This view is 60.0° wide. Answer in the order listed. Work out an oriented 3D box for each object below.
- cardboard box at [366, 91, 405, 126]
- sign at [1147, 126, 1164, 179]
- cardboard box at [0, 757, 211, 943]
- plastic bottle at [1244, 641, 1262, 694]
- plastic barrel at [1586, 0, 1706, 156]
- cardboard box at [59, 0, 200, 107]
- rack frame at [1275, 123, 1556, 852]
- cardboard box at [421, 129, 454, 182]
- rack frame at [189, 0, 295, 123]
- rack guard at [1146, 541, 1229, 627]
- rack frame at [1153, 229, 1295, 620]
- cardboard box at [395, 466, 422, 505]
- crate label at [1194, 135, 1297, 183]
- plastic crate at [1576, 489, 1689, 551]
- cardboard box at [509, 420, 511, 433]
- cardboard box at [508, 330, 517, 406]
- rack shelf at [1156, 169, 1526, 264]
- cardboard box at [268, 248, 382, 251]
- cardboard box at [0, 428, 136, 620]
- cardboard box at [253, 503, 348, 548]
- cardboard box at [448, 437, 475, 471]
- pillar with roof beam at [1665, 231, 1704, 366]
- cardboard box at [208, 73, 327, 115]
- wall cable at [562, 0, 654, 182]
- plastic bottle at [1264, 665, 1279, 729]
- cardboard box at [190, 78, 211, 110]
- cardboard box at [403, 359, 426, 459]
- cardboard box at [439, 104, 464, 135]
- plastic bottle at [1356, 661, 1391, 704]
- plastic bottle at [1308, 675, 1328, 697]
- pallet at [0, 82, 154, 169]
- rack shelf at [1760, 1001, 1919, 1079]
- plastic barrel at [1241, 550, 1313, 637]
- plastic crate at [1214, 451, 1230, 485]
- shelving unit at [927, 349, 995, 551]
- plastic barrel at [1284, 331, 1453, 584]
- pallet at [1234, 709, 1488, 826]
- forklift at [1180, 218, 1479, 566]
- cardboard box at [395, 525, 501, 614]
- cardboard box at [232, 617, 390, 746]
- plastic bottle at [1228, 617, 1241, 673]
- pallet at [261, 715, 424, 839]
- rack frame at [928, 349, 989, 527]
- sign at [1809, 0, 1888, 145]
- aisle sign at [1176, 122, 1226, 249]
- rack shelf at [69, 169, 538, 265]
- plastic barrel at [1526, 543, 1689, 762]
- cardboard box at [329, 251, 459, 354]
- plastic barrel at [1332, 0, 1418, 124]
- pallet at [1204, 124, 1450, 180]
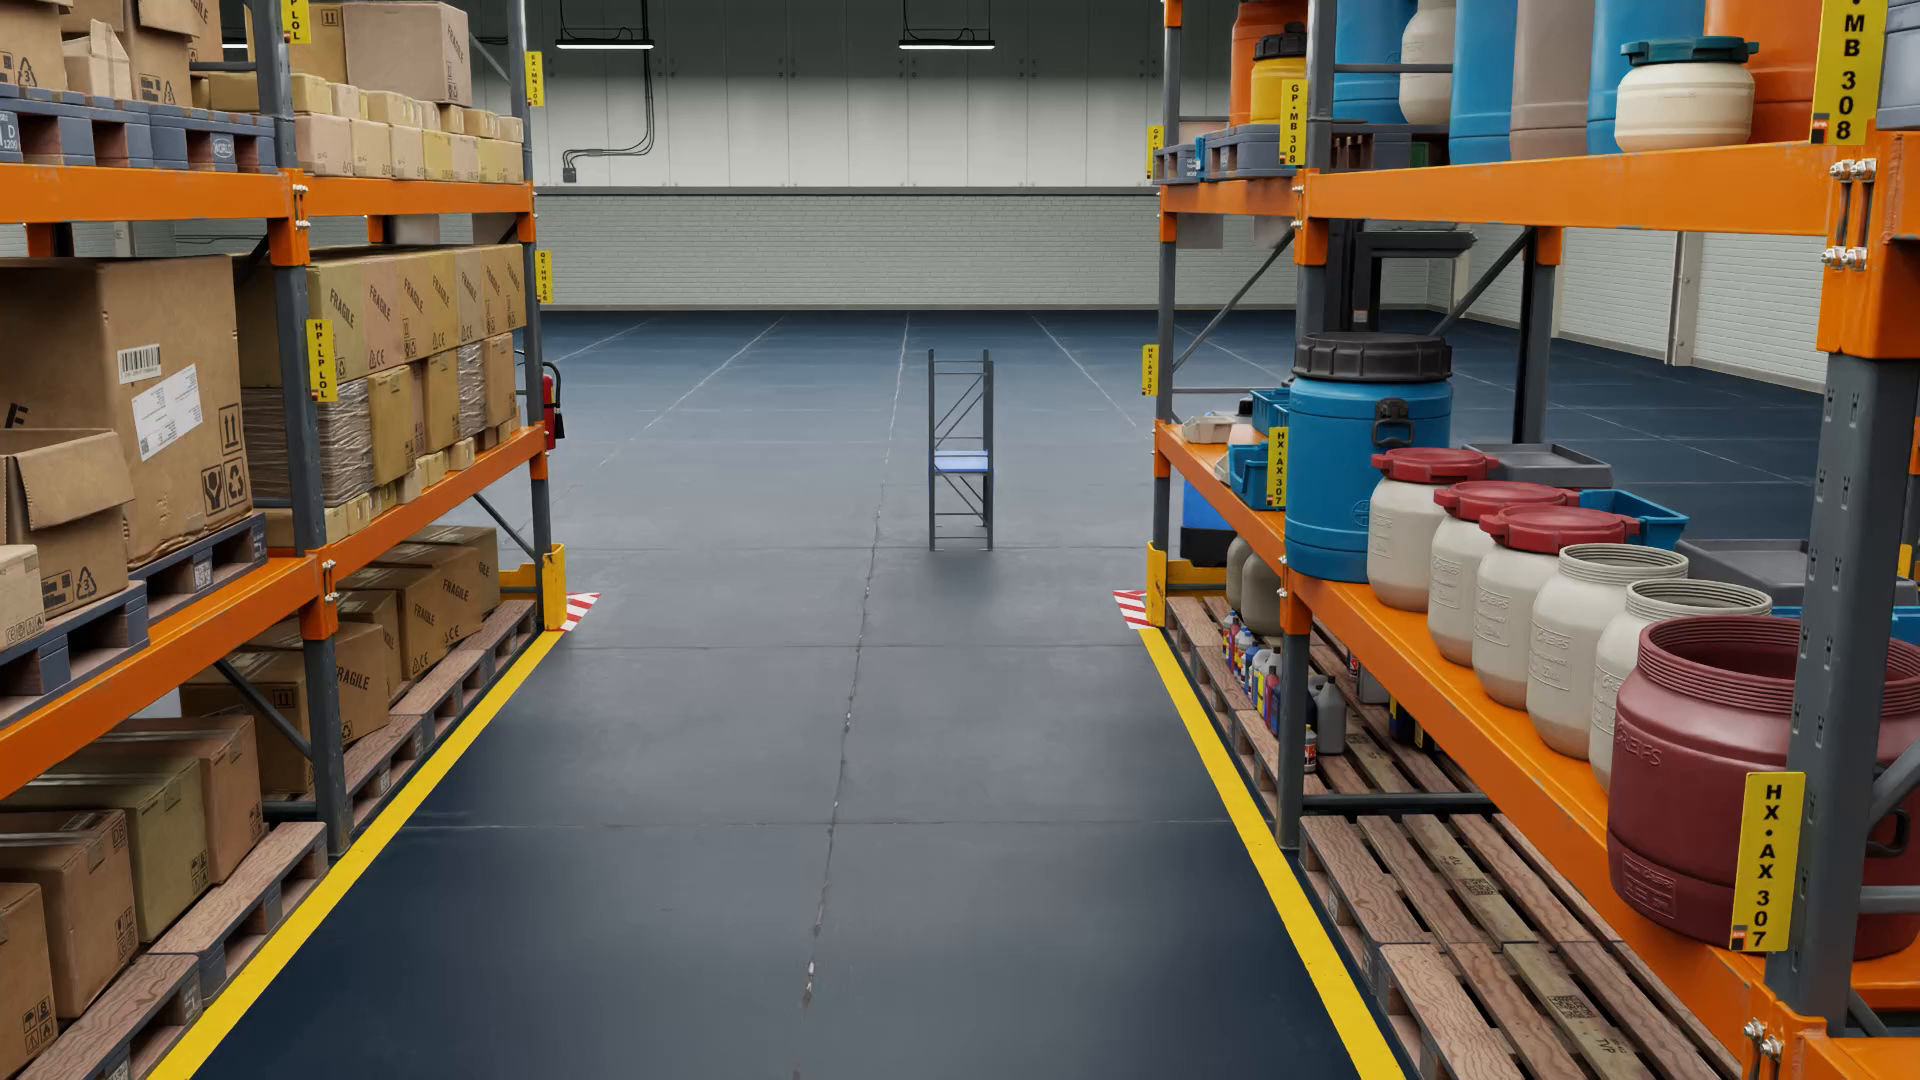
[{"bbox_3d":[-2.817,-2.009,7.747,0.380,0.149,0.250,0,11,-2],"label":"cardboard box"},{"bbox_3d":[1.225,-2.431,10.431,0.100,0.325,0.005,0,11,-1],"label":"sign"},{"bbox_3d":[-3.112,1.084,5.853,0.700,0.500,0.500,0,11,-2],"label":"cardboard box"},{"bbox_3d":[1.514,0.653,8.550,0.097,0.271,0.097,0,11,0],"label":"plastic bottle"},{"bbox_3d":[2.112,-1.518,4.694,0.600,0.901,0.708,0,11,-1],"label":"plastic barrel"},{"bbox_3d":[-3.184,-1.775,5.905,0.797,0.503,0.637,-1,11,-4],"label":"cardboard box"},{"bbox_3d":[1.858,-0.163,6.818,1.000,3.000,0.127,0,11,-1],"label":"rack frame"},{"bbox_3d":[-2.882,-1.938,8.402,0.500,0.250,0.500,0,11,-2],"label":"cardboard box"},{"bbox_3d":[-3.094,-3.083,6.121,1.000,3.000,0.127,0,11,-1],"label":"rack frame"},{"bbox_3d":[1.824,0.282,10.912,1.175,0.500,0.348,0,11,-1],"label":"rack guard"},{"bbox_3d":[1.775,-0.958,10.737,1.000,3.000,0.127,0,11,-1],"label":"rack frame"},{"bbox_3d":[-2.802,-0.262,7.940,0.380,0.149,0.250,0,11,-1],"label":"cardboard box"},{"bbox_3d":[1.483,-1.982,8.613,0.502,0.251,0.408,0,11,-1],"label":"crate label"},{"bbox_3d":[2.191,0.063,5.745,0.392,0.384,0.575,0,11,-1],"label":"plastic crate"},{"bbox_3d":[-2.960,-0.709,10.142,0.380,0.149,0.250,0,11,-1],"label":"cardboard box"},{"bbox_3d":[-3.193,-1.023,10.058,0.875,0.500,0.500,0,11,-1],"label":"cardboard box"},{"bbox_3d":[1.816,-1.678,8.551,1.077,0.370,4.000,0,11,-1],"label":"rack shelf"},{"bbox_3d":[-3.423,-1.313,8.974,0.500,0.500,0.500,0,11,-1],"label":"cardboard box"},{"bbox_3d":[-2.966,-0.055,4.969,0.797,0.503,0.637,1,12,5],"label":"cardboard box"},{"bbox_3d":[-2.798,-0.063,6.959,0.380,0.149,0.250,0,11,-1],"label":"cardboard box"},{"bbox_3d":[-2.829,-0.461,8.919,0.380,0.149,0.250,0,11,-1],"label":"cardboard box"},{"bbox_3d":[7.883,-7.364,27.223,9.100,9.000,0.400,0,11,-1],"label":"pillar with roof beam"},{"bbox_3d":[-2.793,-1.800,6.719,0.380,0.149,0.250,-1,11,-3],"label":"cardboard box"},{"bbox_3d":[-8.801,-11.931,41.182,2.305,6.003,0.169,0,11,-1],"label":"wall cable"},{"bbox_3d":[1.507,0.755,8.016,0.061,0.283,0.133,1,11,3],"label":"plastic bottle"},{"bbox_3d":[-3.304,-1.851,6.971,0.380,0.149,0.250,0,11,-1],"label":"cardboard box"},{"bbox_3d":[-3.128,-0.626,8.099,0.875,0.500,0.500,0,11,-1],"label":"cardboard box"},{"bbox_3d":[-2.840,-2.217,8.773,0.380,0.149,0.250,-1,11,-4],"label":"cardboard box"},{"bbox_3d":[2.096,0.678,8.418,0.152,0.276,0.135,0,11,-1],"label":"plastic bottle"},{"bbox_3d":[1.700,0.786,7.886,0.152,0.276,0.135,0,11,-1],"label":"plastic bottle"},{"bbox_3d":[-3.163,-1.191,4.815,1.213,0.211,1.003,0,11,-1],"label":"pallet"},{"bbox_3d":[1.982,1.382,1.011,1.077,0.370,4.000,0,11,-1],"label":"rack shelf"},{"bbox_3d":[1.875,0.286,9.808,0.421,0.512,0.421,0,11,0],"label":"plastic barrel"},{"bbox_3d":[1.571,-0.355,8.430,0.530,0.136,0.437,0,11,-1],"label":"plastic crate"},{"bbox_3d":[-0.002,-0.752,13.494,0.538,1.500,1.048,0,11,-1],"label":"shelving unit"},{"bbox_3d":[1.563,-0.331,6.383,0.600,0.901,0.708,0,11,-1],"label":"plastic barrel"},{"bbox_3d":[1.885,1.070,7.754,1.003,0.211,1.213,0,11,-1],"label":"pallet"},{"bbox_3d":[3.237,-1.231,12.256,3.031,2.935,1.130,4,12,18],"label":"forklift"},{"bbox_3d":[-3.181,0.206,10.232,0.500,0.500,0.500,2,12,9],"label":"cardboard box"},{"bbox_3d":[-3.082,0.683,7.878,0.500,0.500,0.500,4,12,17],"label":"cardboard box"},{"bbox_3d":[1.487,0.564,8.959,0.061,0.283,0.133,0,11,0],"label":"plastic bottle"},{"bbox_3d":[-3.143,1.091,7.652,1.003,0.211,1.213,0,11,-1],"label":"pallet"},{"bbox_3d":[-0.012,-0.853,13.992,0.500,1.500,0.032,0,11,-1],"label":"rack frame"},{"bbox_3d":[1.390,-0.783,2.593,0.100,0.325,0.005,0,11,-1],"label":"sign"},{"bbox_3d":[1.481,-2.245,10.543,0.394,0.787,0.004,0,11,-1],"label":"aisle sign"},{"bbox_3d":[-3.136,-1.658,8.451,1.077,0.370,4.000,0,11,-1],"label":"rack shelf"},{"bbox_3d":[1.697,0.290,4.304,0.421,0.512,0.421,0,11,0],"label":"plastic barrel"},{"bbox_3d":[-2.892,-1.216,8.494,0.500,0.500,0.500,0,11,-1],"label":"cardboard box"},{"bbox_3d":[1.944,-2.283,7.406,0.600,0.901,0.708,0,11,-1],"label":"plastic barrel"},{"bbox_3d":[1.745,-1.683,7.244,1.213,0.211,1.003,0,11,-1],"label":"pallet"}]
